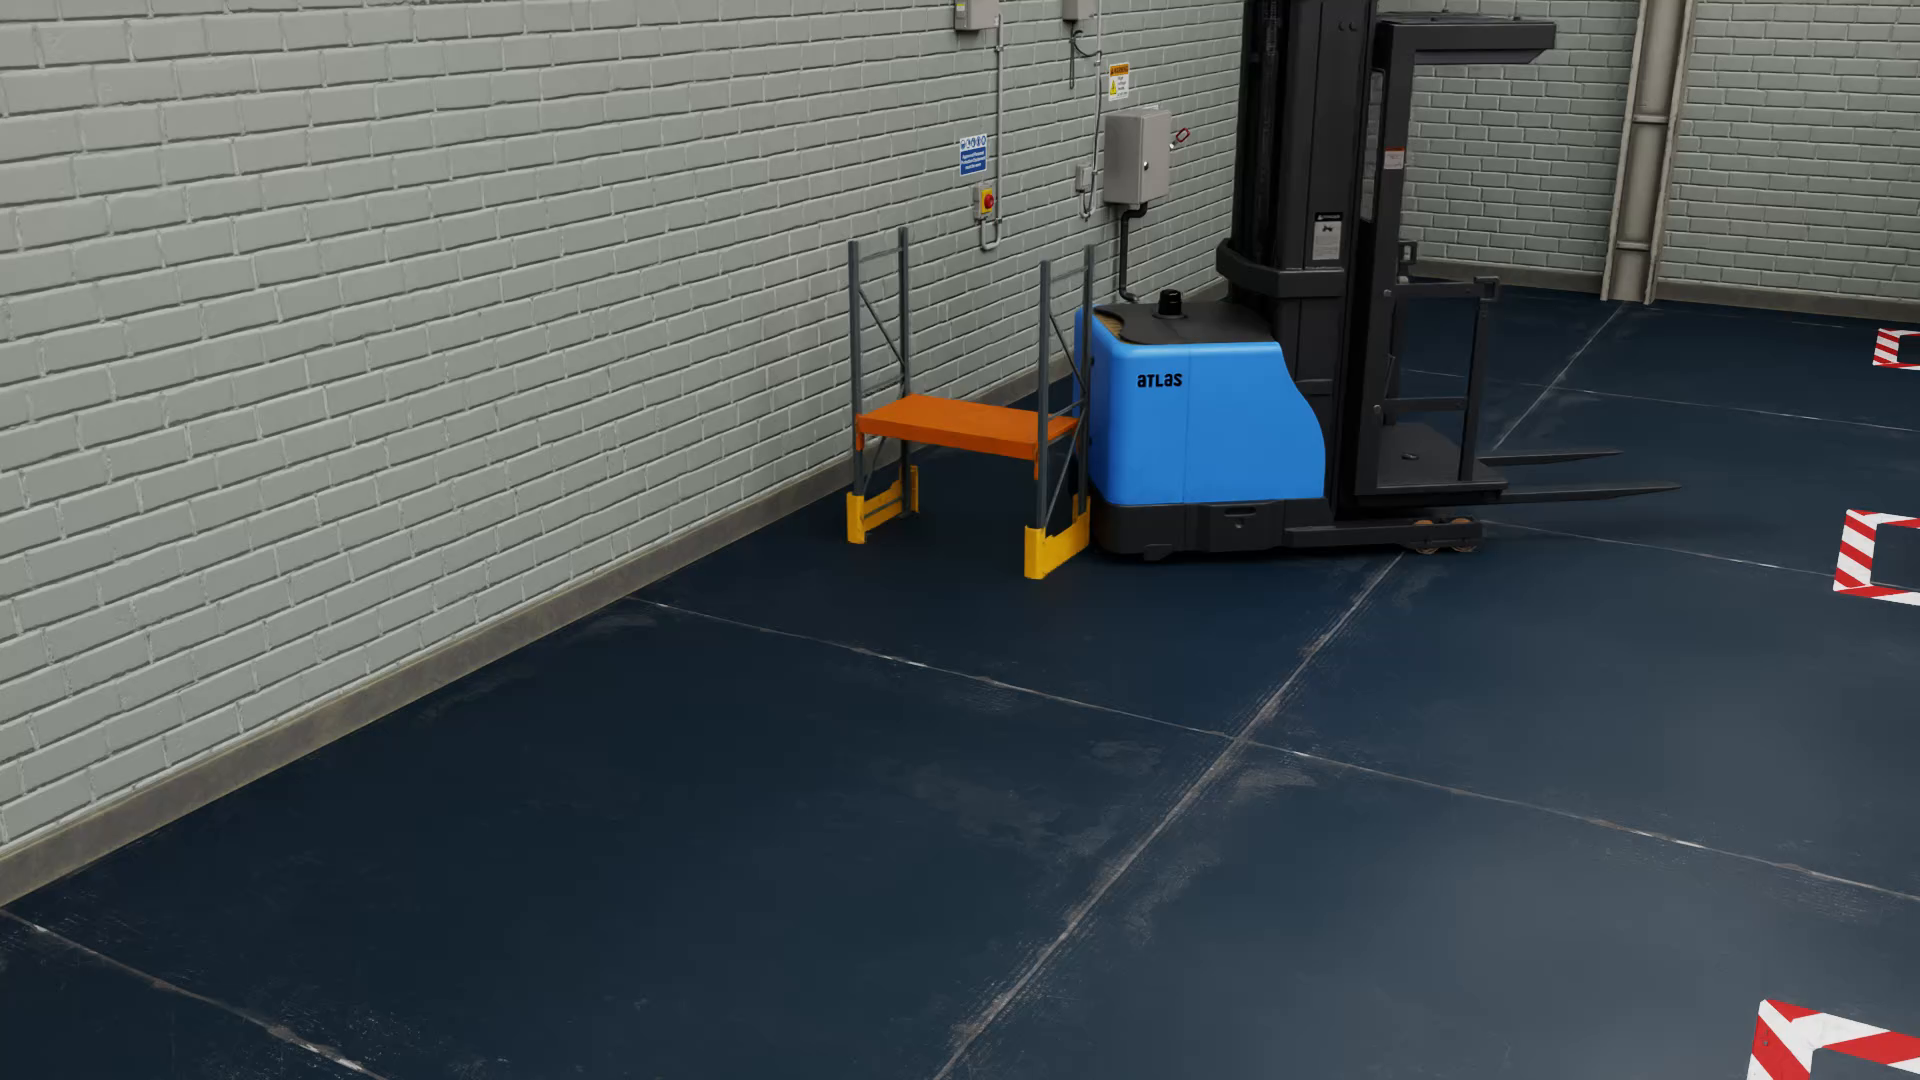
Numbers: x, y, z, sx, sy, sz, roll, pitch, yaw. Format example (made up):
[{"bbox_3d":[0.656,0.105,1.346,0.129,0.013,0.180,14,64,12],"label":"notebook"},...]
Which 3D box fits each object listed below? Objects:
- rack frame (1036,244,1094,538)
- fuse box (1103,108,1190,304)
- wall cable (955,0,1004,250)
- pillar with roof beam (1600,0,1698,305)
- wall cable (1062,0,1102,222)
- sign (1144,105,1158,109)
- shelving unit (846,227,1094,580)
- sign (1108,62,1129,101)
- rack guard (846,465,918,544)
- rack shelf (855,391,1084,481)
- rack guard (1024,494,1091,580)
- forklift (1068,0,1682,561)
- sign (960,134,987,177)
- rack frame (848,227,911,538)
[{"bbox_3d":[0.493,-0.605,7.835,0.032,1.500,0.500,11,23,27],"label":"rack frame"},{"bbox_3d":[1.308,-2.161,11.813,0.414,1.711,0.539,11,23,27],"label":"fuse box"},{"bbox_3d":[0.156,-2.658,9.758,0.123,1.953,0.585,11,23,27],"label":"wall cable"},{"bbox_3d":[3.494,-4.968,8.865,0.400,9.000,9.100,11,23,27],"label":"pillar with roof beam"},{"bbox_3d":[0.838,-3.067,10.932,0.122,1.984,0.588,11,23,27],"label":"wall cable"},{"bbox_3d":[1.368,-2.903,12.110,0.001,0.494,0.329,11,23,27],"label":"sign"},{"bbox_3d":[0.042,-0.692,8.073,1.083,1.500,0.587,11,23,27],"label":"shelving unit"},{"bbox_3d":[1.100,-3.173,11.502,0.001,0.242,0.339,11,23,27],"label":"sign"},{"bbox_3d":[-0.392,-0.188,8.516,0.087,0.250,0.587,11,23,27],"label":"rack guard"},{"bbox_3d":[0.050,-0.521,8.130,1.000,0.185,0.538,11,23,27],"label":"rack shelf"},{"bbox_3d":[0.476,-0.021,8.057,0.087,0.250,0.587,11,23,27],"label":"rack guard"},{"bbox_3d":[2.133,-1.484,8.157,3.031,2.935,1.130,-3,20,-7],"label":"forklift"},{"bbox_3d":[0.079,-2.288,9.879,0.001,0.218,0.327,11,23,27],"label":"sign"},{"bbox_3d":[-0.393,-0.776,8.304,0.032,1.500,0.500,11,23,27],"label":"rack frame"}]
